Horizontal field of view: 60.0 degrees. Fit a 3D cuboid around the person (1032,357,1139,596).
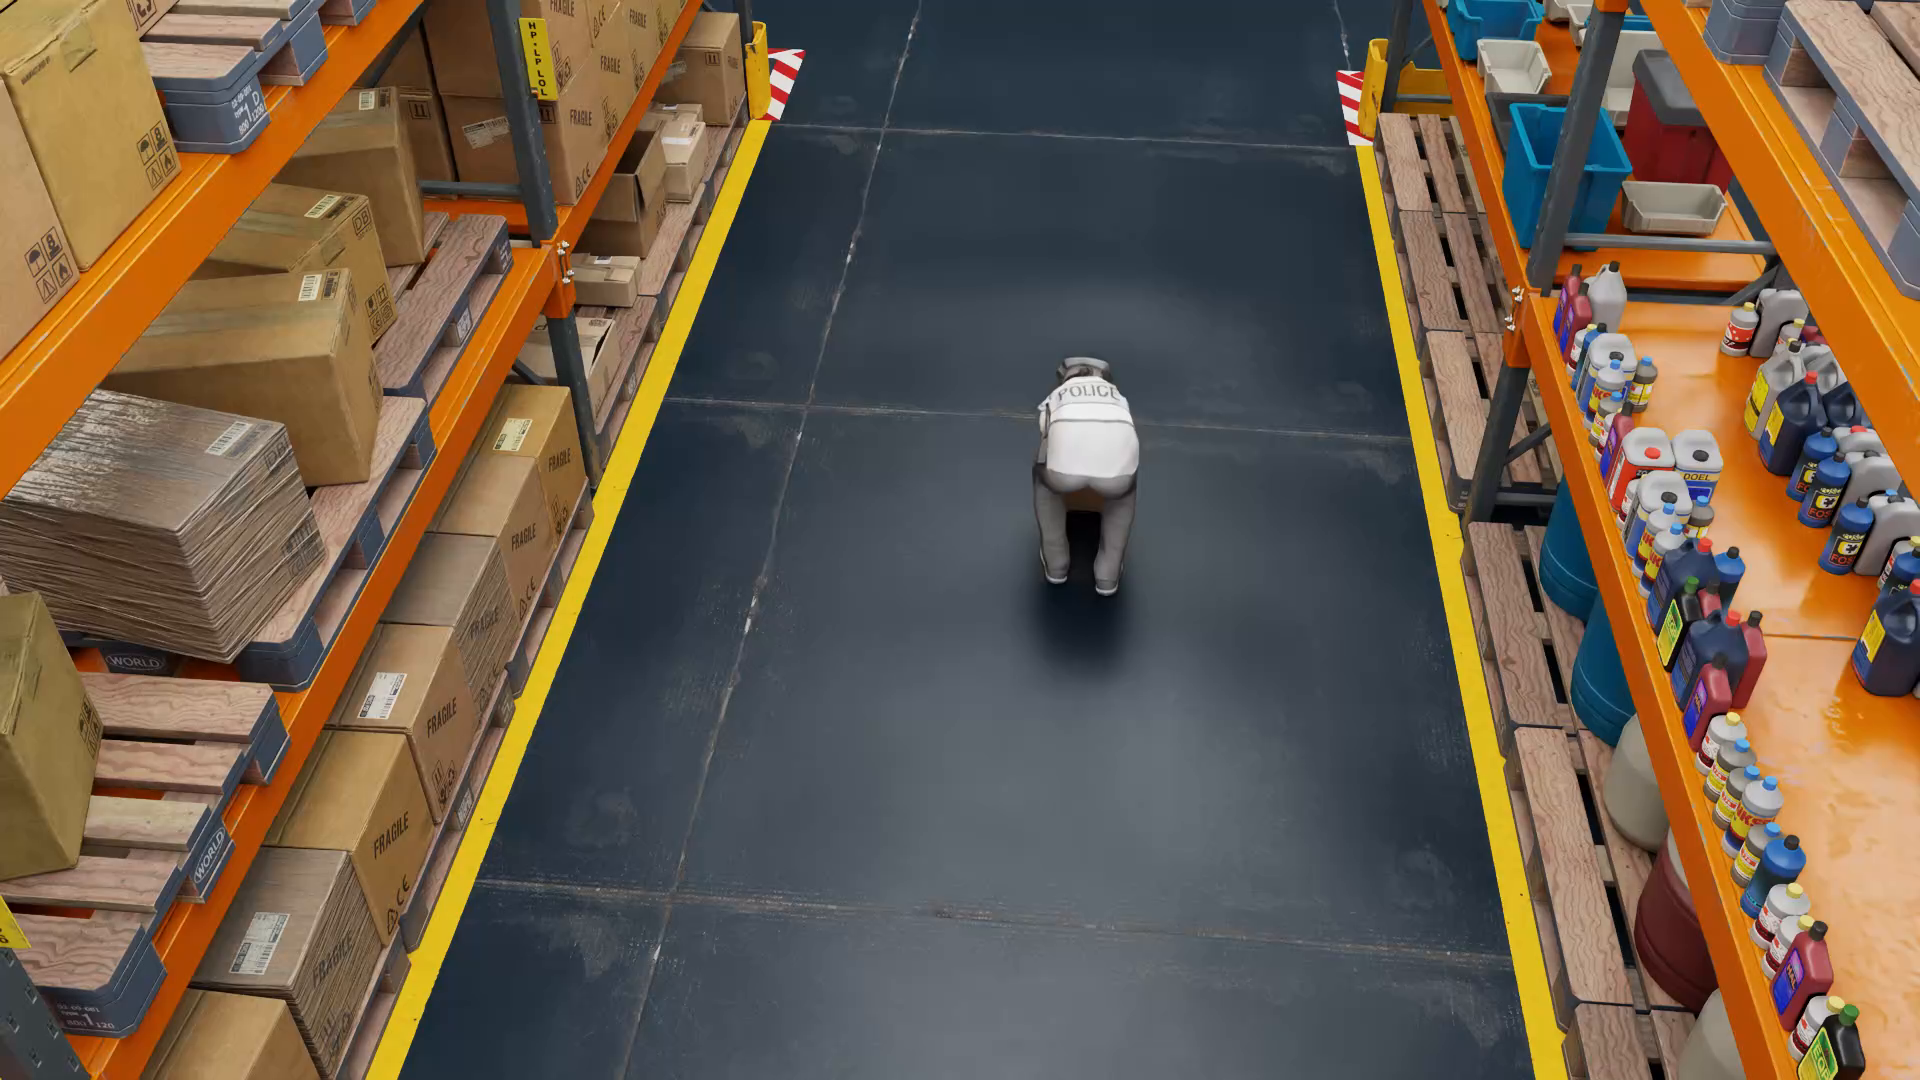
[{"bbox_3d":[0.533,-0.306,7.092,0.450,0.922,0.906,1,40,2],"label":"person"}]
